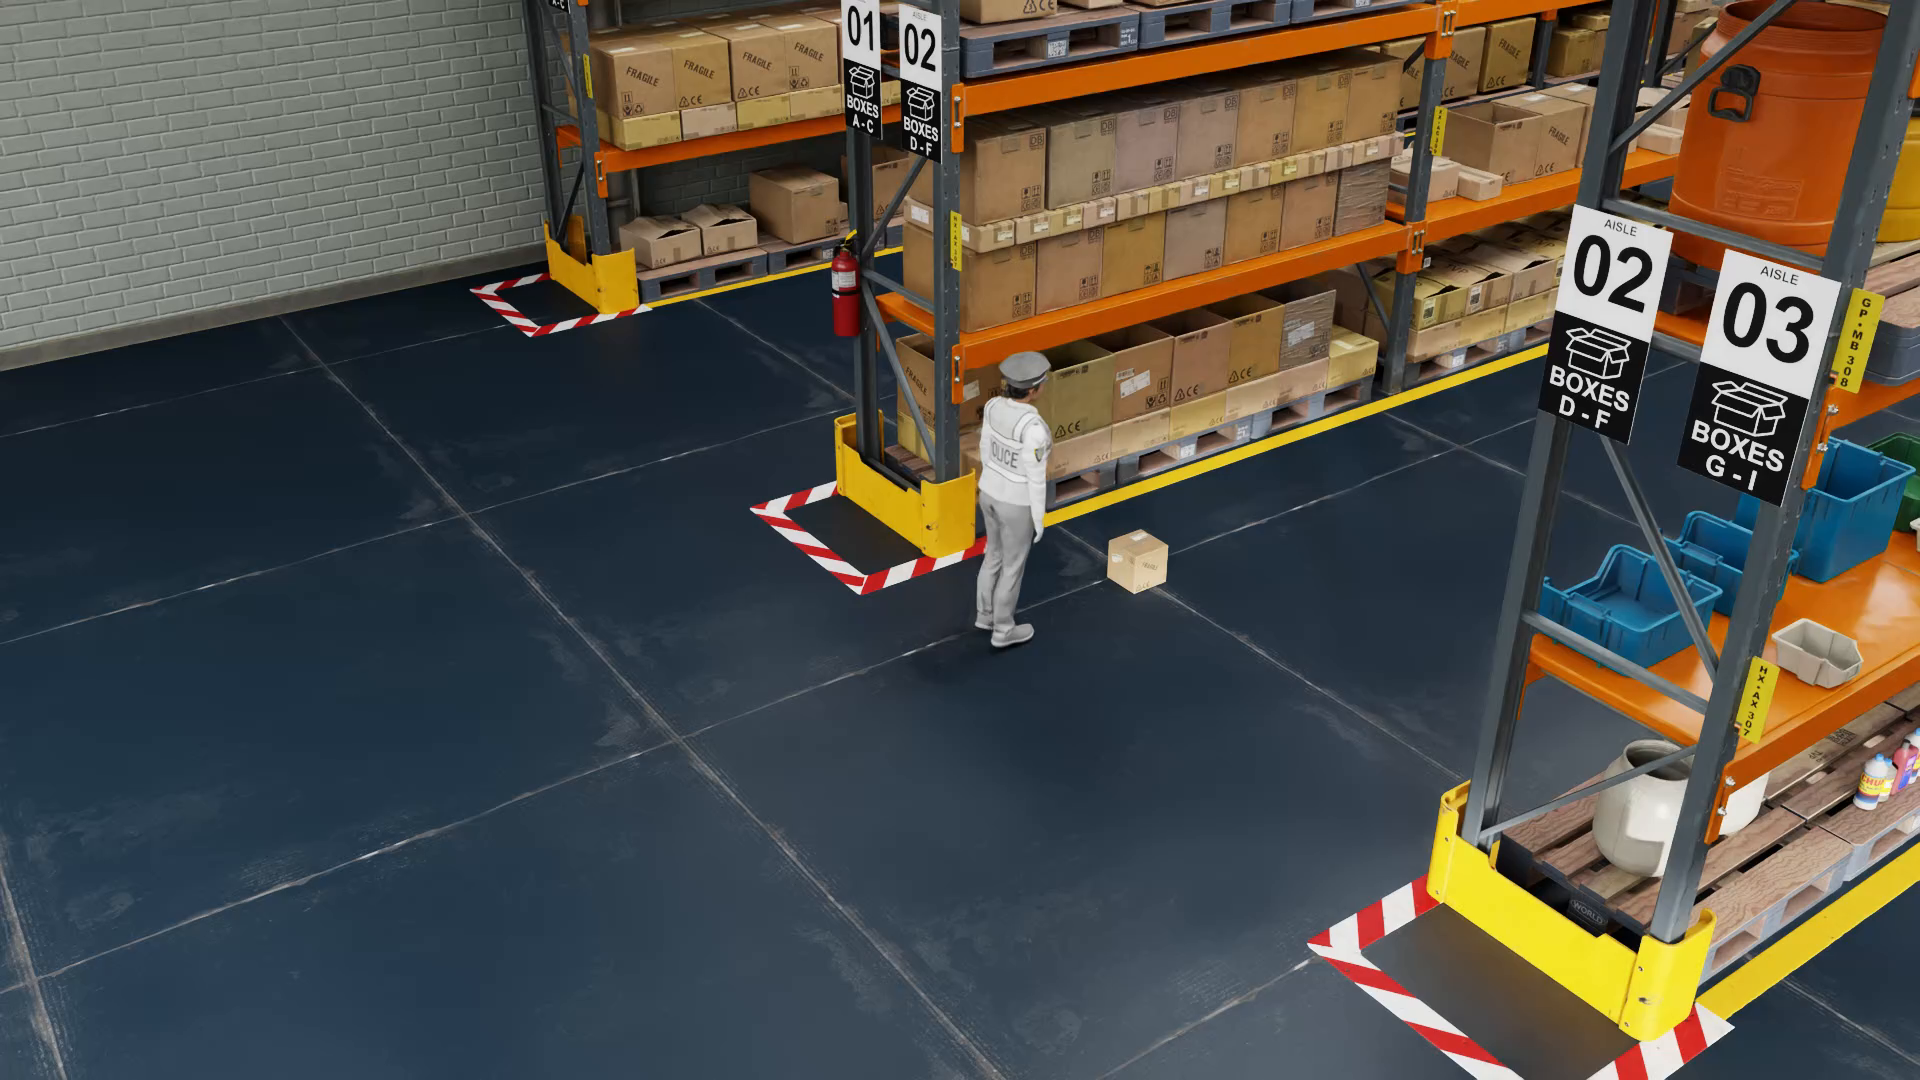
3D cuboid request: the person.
[{"bbox_3d":[0.283,-0.183,8.969,0.354,1.731,0.512,-19,34,-30],"label":"person"}]
